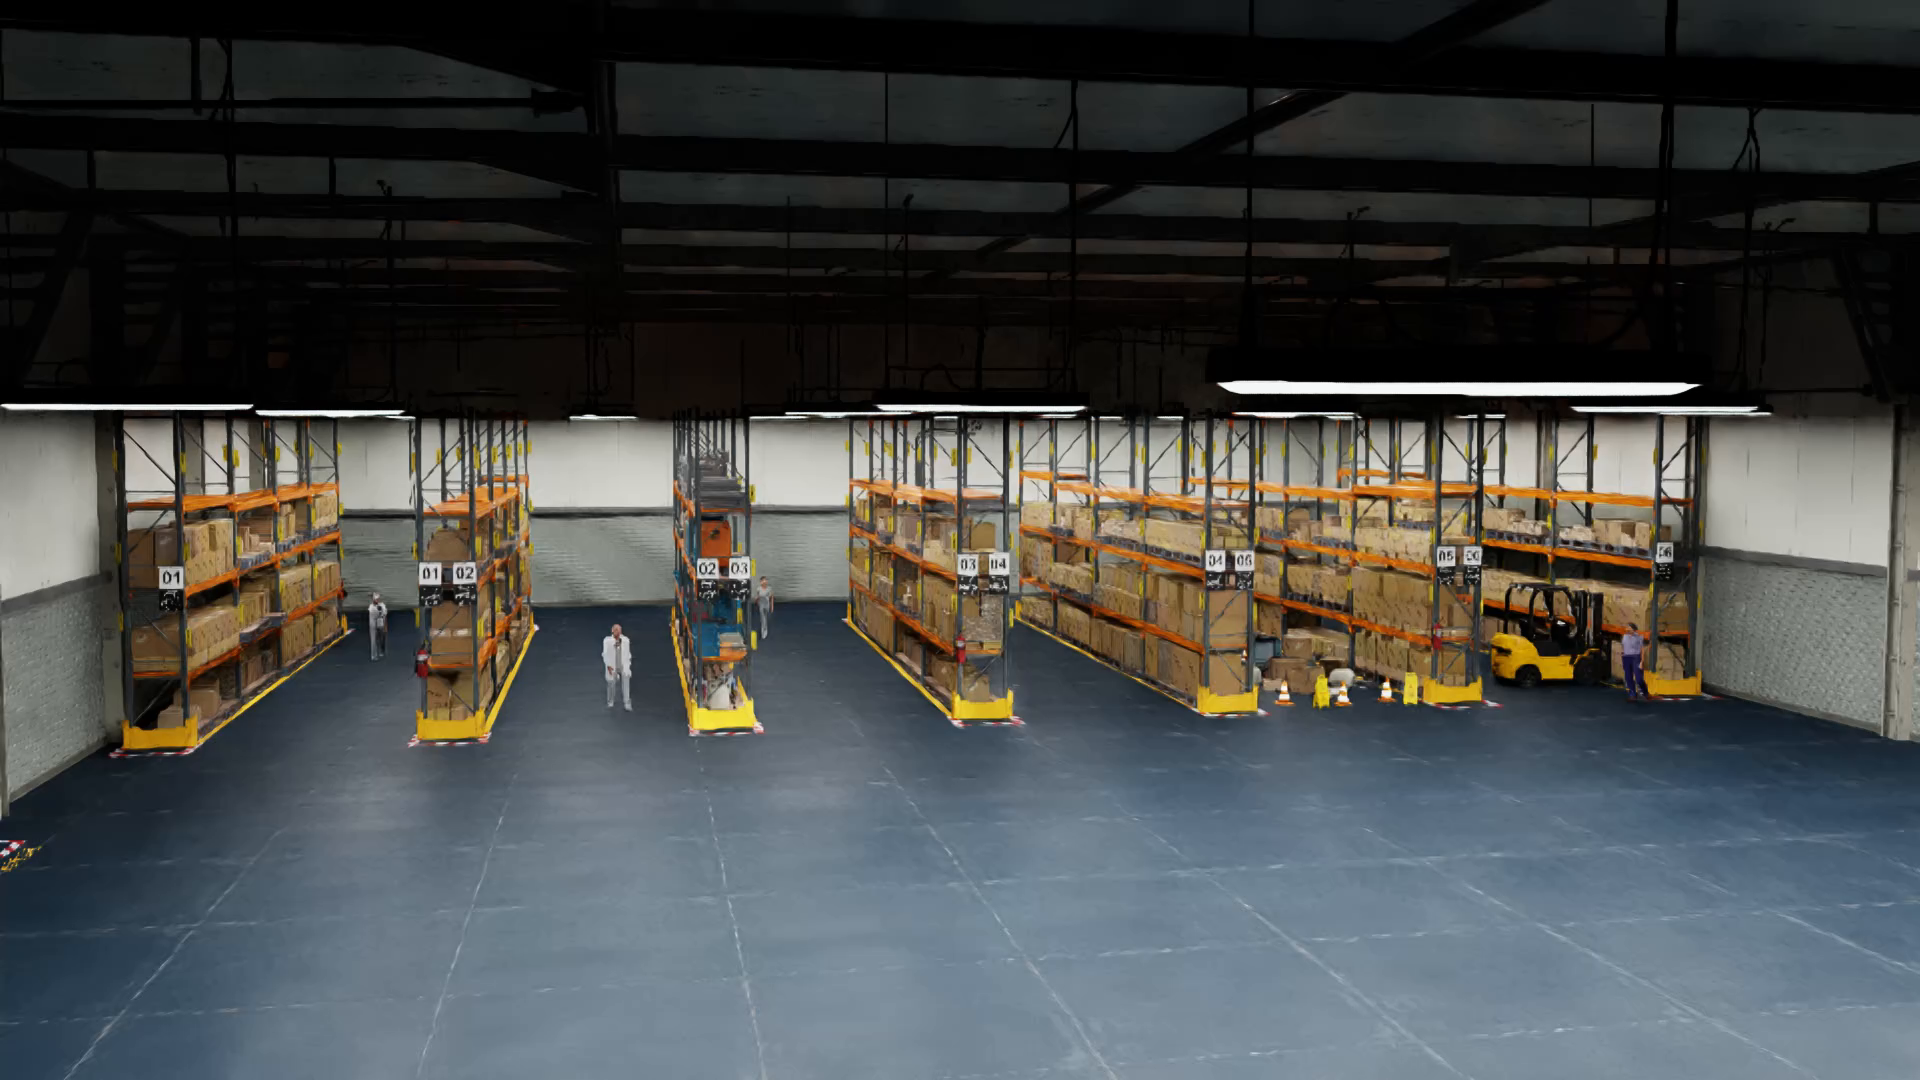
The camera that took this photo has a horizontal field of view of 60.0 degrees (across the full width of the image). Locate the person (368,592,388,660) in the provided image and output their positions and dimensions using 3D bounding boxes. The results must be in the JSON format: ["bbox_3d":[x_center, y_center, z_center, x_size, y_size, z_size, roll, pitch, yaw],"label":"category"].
[{"bbox_3d":[-14.019,2.058,40.058,0.448,1.622,0.998,-1,4,-12],"label":"person"}]

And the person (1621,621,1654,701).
[{"bbox_3d":[13.816,2.481,33.951,0.467,1.640,0.651,-3,5,-40],"label":"person"}]

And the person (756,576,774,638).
[{"bbox_3d":[-5.181,1.770,44.211,0.455,1.612,1.019,-1,4,-12],"label":"person"}]

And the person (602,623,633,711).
[{"bbox_3d":[-6.799,2.505,32.965,0.580,1.715,1.103,-1,4,-19],"label":"person"}]
